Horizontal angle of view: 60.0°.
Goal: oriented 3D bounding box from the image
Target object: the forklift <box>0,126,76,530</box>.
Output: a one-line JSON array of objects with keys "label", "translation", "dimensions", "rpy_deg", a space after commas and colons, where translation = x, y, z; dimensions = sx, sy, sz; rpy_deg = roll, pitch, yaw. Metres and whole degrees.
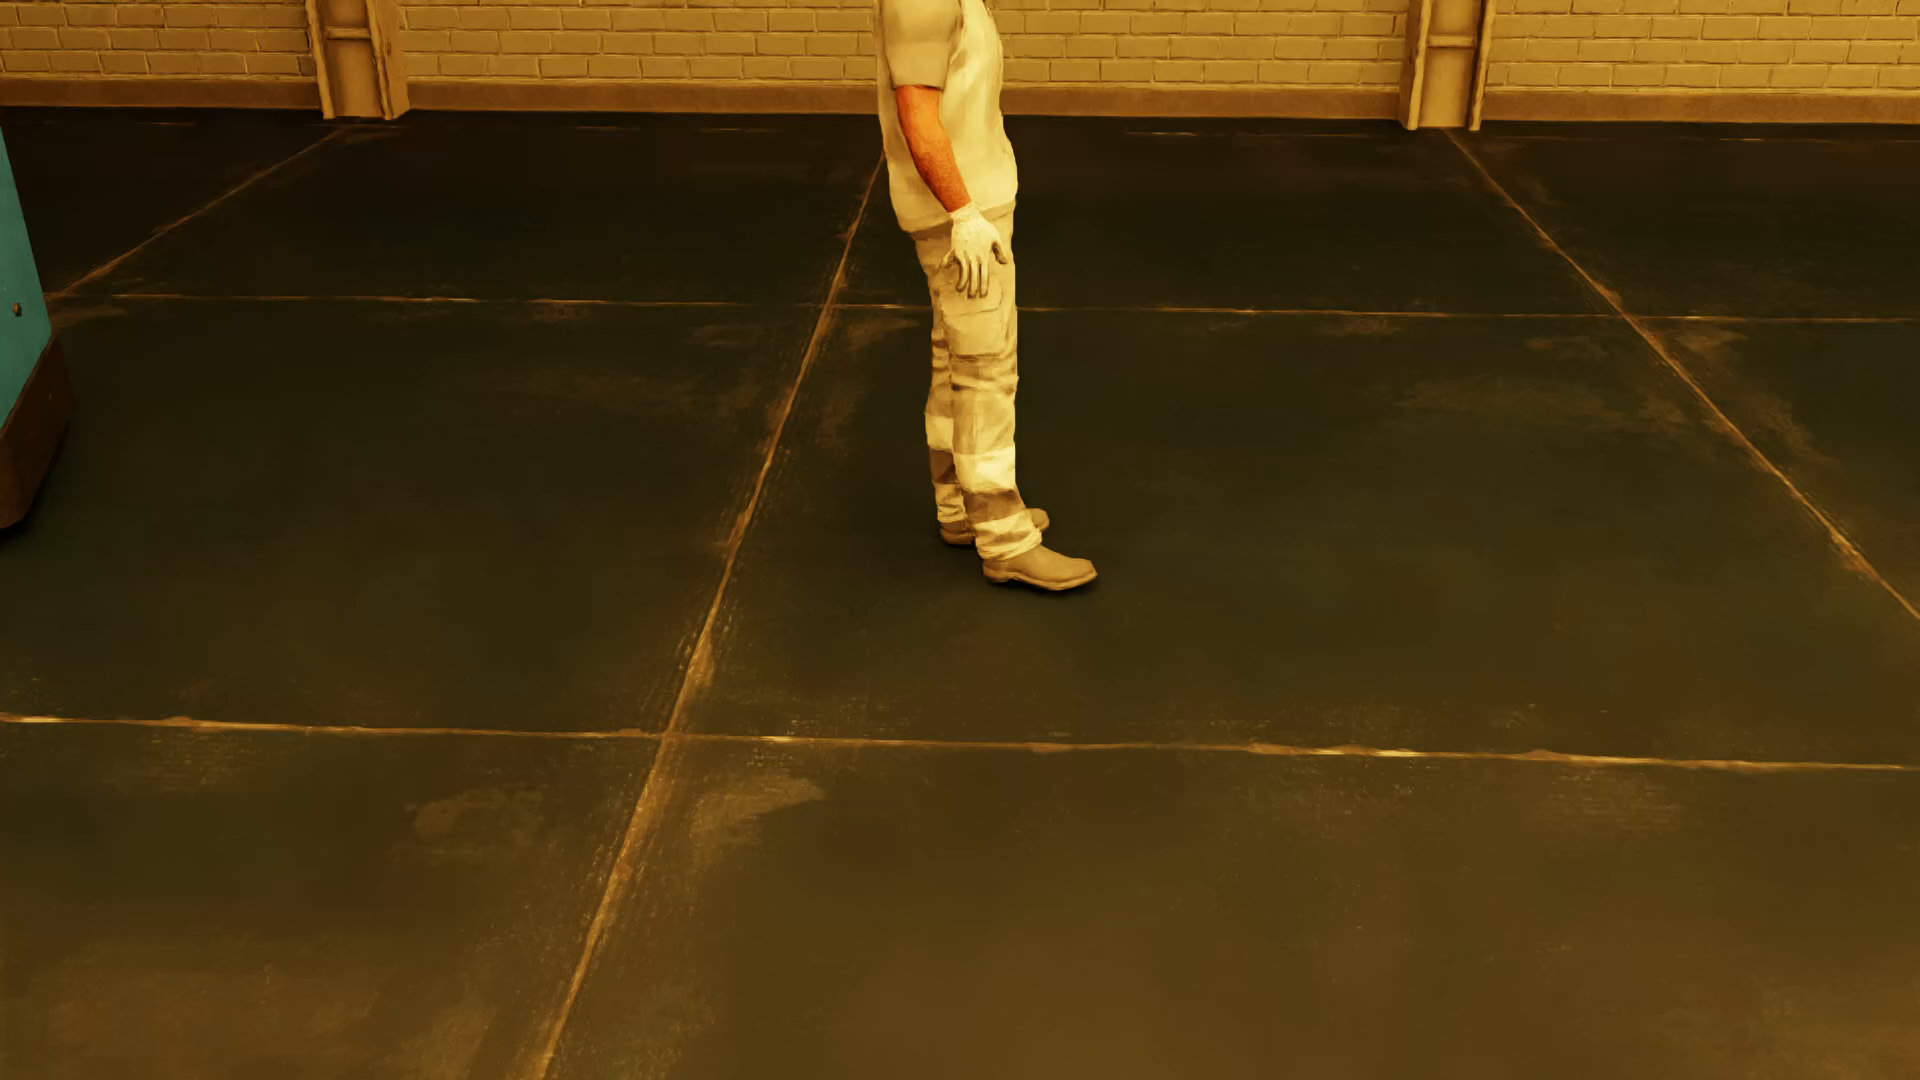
[{"label": "forklift", "translation": [-4.095, -1.296, 3.835], "dimensions": [3.031, 2.935, 1.130], "rpy_deg": [-8, 27, -16]}]

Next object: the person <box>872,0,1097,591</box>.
[{"label": "person", "translation": [0.080, -0.802, 4.110], "dimensions": [0.563, 1.787, 0.637], "rpy_deg": [1, 26, 2]}]
